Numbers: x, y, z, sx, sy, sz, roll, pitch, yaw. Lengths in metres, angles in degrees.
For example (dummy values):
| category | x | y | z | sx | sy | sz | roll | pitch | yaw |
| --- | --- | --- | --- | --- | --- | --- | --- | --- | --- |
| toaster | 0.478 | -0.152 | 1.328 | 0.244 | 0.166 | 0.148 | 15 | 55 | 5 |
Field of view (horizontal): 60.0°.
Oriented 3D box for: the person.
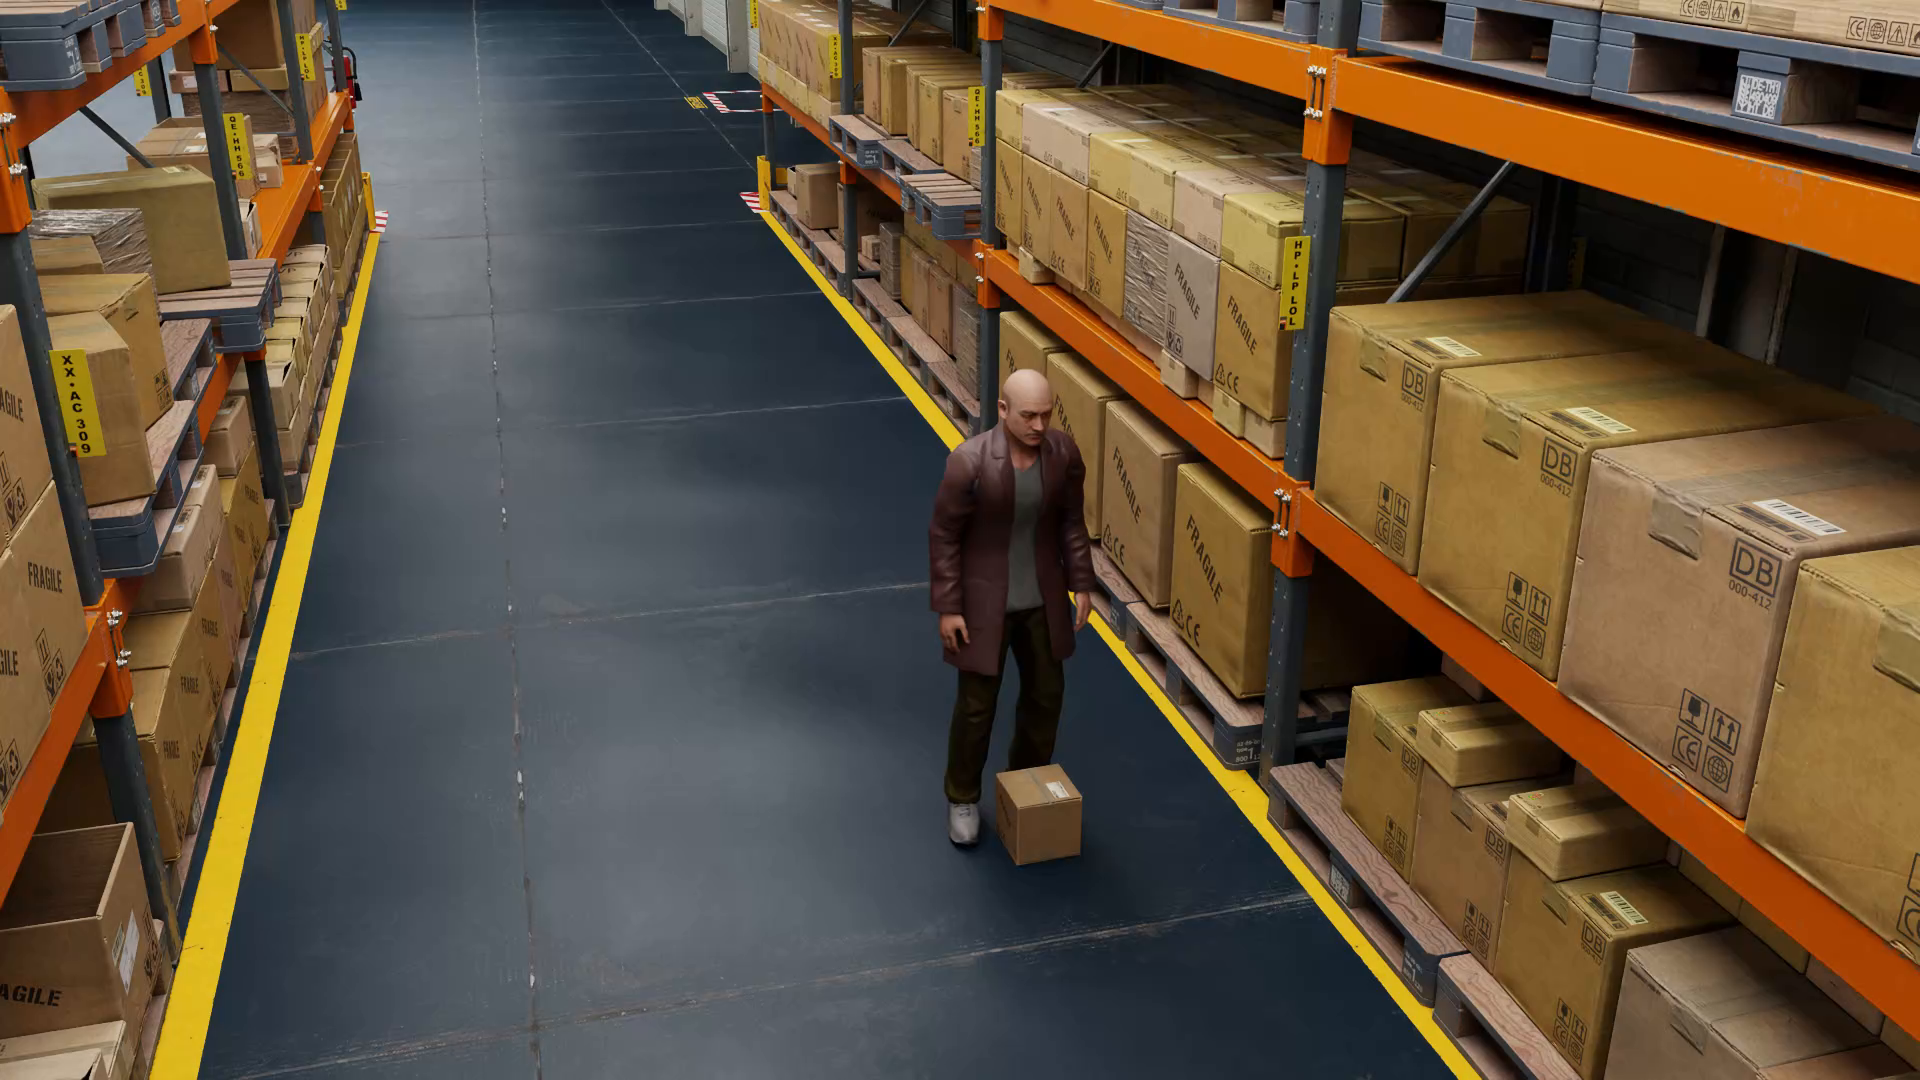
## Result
| category | x | y | z | sx | sy | sz | roll | pitch | yaw |
| --- | --- | --- | --- | --- | --- | --- | --- | --- | --- |
| person | 0.194 | 0.223 | 6.078 | 0.655 | 1.774 | 0.420 | -9 | 24 | -21 |
